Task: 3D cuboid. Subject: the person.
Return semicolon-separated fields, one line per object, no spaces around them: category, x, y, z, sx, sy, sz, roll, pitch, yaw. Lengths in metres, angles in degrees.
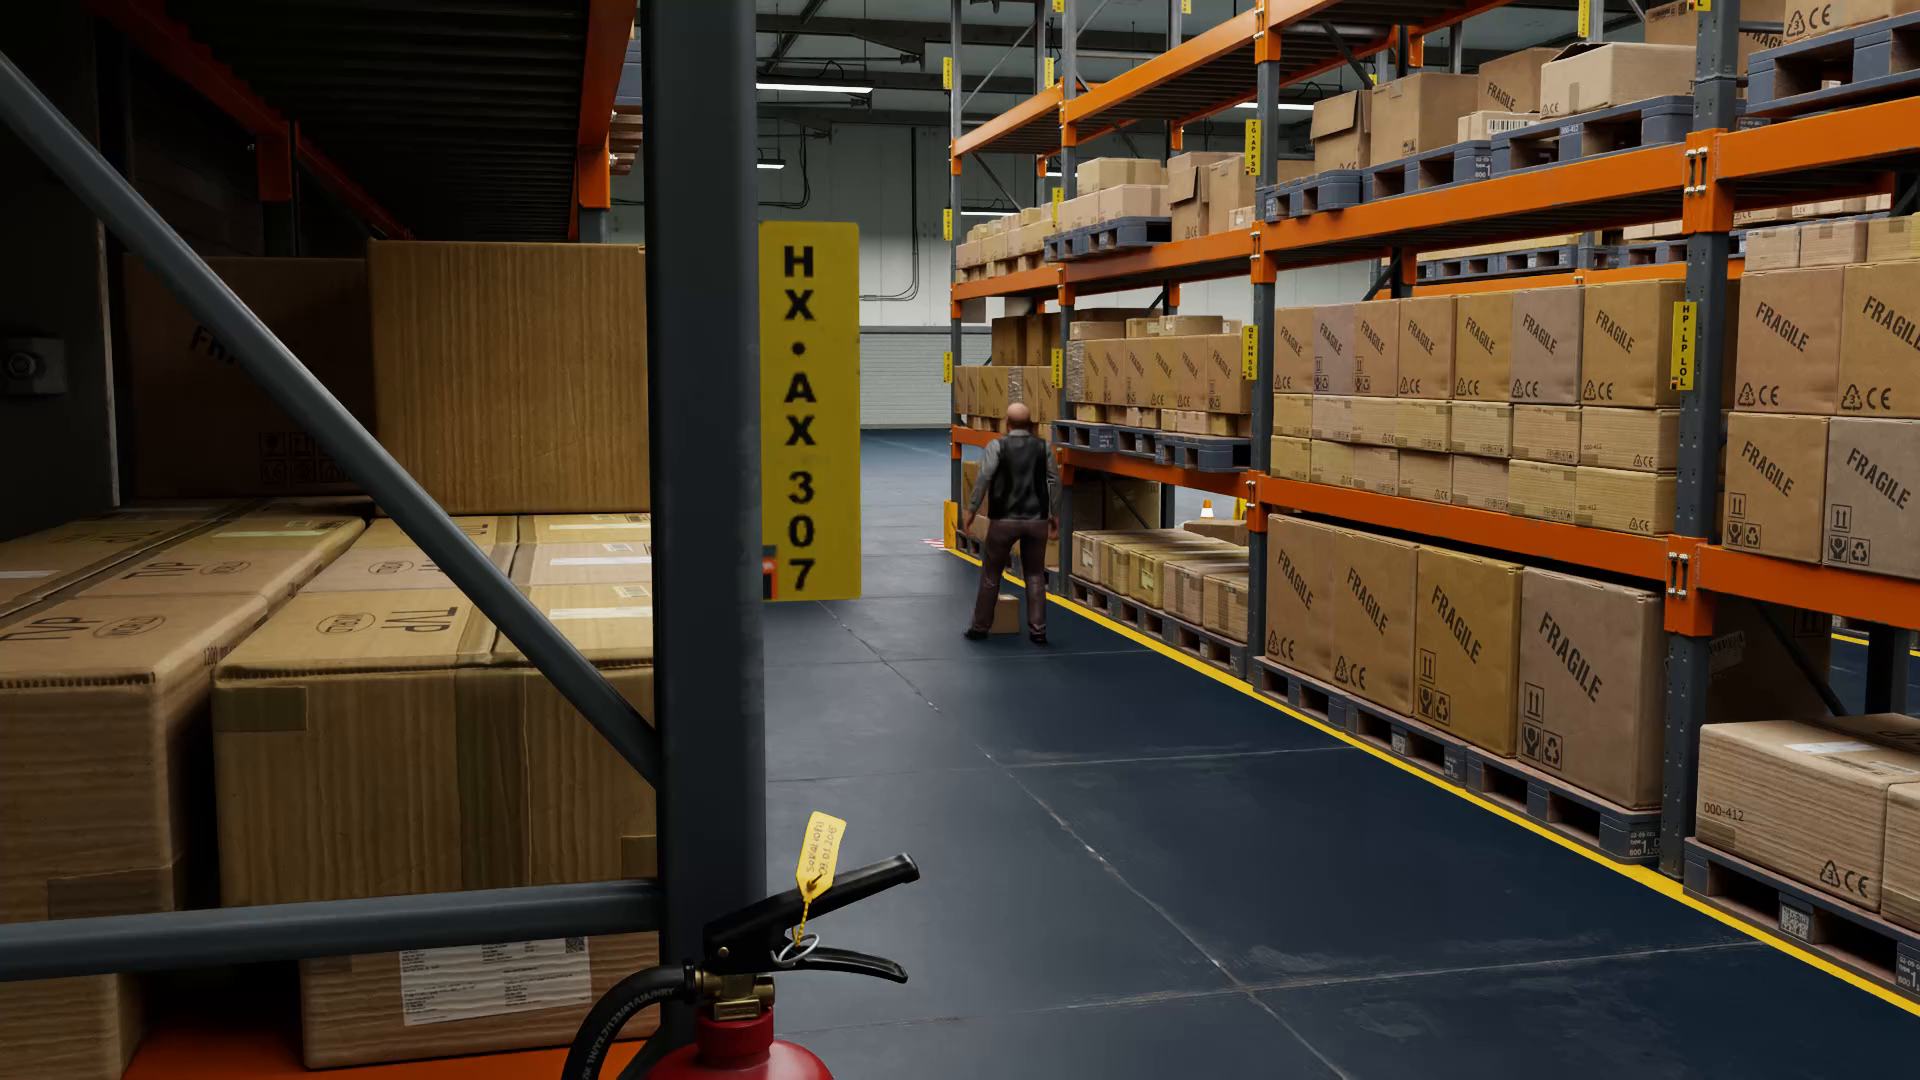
person;0.353;-0.124;11.884;0.711;1.708;0.586;-1;6;-14
